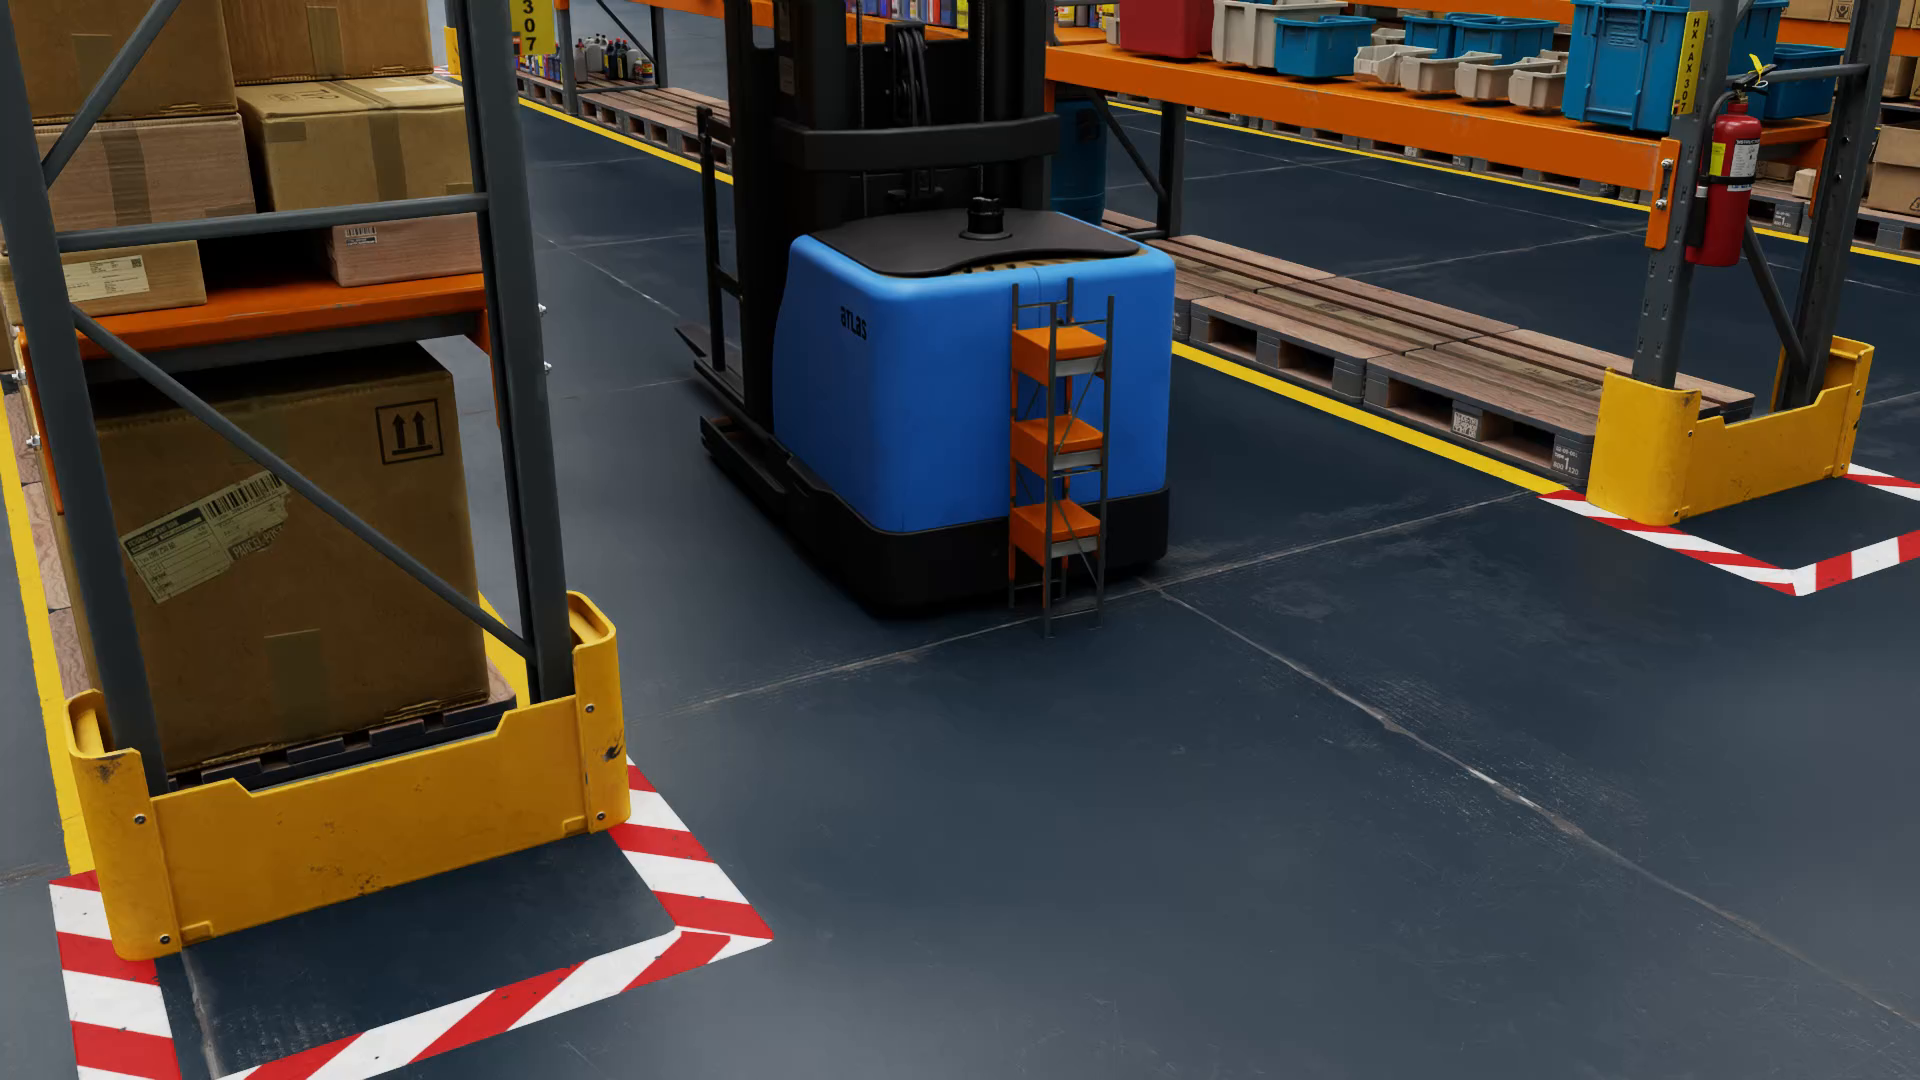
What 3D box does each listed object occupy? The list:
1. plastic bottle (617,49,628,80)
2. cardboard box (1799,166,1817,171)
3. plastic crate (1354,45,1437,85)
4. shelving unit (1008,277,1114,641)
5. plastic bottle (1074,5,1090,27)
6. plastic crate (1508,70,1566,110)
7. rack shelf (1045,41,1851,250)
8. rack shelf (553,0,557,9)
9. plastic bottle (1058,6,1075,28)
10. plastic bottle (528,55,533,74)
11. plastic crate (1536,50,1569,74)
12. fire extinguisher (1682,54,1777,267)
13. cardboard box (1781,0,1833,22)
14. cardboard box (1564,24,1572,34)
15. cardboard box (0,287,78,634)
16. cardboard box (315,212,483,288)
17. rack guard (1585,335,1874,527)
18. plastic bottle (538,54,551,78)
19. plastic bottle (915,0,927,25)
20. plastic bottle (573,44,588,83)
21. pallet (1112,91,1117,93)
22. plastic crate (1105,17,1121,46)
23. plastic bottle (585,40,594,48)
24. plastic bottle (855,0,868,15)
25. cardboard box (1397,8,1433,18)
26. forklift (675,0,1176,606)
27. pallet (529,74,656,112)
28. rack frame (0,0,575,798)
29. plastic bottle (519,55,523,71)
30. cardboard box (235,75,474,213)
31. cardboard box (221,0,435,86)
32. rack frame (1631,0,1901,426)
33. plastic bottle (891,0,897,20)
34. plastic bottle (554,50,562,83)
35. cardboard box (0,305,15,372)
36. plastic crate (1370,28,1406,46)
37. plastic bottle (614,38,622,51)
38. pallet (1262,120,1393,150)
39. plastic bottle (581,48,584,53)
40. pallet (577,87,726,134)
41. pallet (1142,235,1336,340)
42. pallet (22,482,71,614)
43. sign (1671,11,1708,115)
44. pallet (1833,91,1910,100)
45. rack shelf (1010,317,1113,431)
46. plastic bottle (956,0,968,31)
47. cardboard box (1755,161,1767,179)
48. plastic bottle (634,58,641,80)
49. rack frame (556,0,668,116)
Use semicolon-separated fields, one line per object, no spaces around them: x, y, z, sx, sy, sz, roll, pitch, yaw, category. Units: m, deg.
-3.333;-4.697;16.408;0.061;0.283;0.133;-13;25;-28;plastic bottle
5.858;-2.491;11.158;0.380;0.149;0.250;-13;25;-28;cardboard box
1.824;-2.010;7.044;0.298;0.136;0.250;-13;25;-28;plastic crate
0.297;-0.238;5.003;0.215;1.050;0.252;-10;24;-22;shelving unit
0.724;-3.180;9.817;0.152;0.276;0.135;-13;25;-28;plastic bottle
2.290;-1.736;6.370;0.396;0.136;0.243;-13;25;-28;plastic crate
1.841;-1.915;7.496;1.077;0.370;4.000;-13;25;-28;rack shelf
-4.289;-5.800;17.053;1.077;0.370;4.000;-13;25;-28;rack shelf
0.626;-3.116;9.757;0.097;0.201;0.097;0;22;0;plastic bottle
-4.322;-4.865;16.836;0.097;0.271;0.097;0;22;0;plastic bottle
2.580;-1.989;6.993;0.250;0.136;0.298;-13;25;-28;plastic crate
2.549;-1.256;5.517;0.296;0.674;0.183;-13;25;-28;fire extinguisher
5.370;-3.511;10.334;0.500;0.500;0.500;-12;25;-27;cardboard box
6.881;-5.365;17.764;0.700;0.500;0.500;-12;25;-27;cardboard box
-2.256;-0.345;4.941;0.875;0.875;0.875;-13;25;-28;cardboard box
-1.293;-0.711;3.910;0.380;0.149;0.250;-12;25;-28;cardboard box
2.886;-0.438;6.225;1.175;0.500;0.348;-13;25;-28;rack guard
-4.107;-4.782;16.527;0.144;0.351;0.185;-13;25;-29;plastic bottle
-0.173;-3.229;9.937;0.152;0.276;0.135;-13;25;-28;plastic bottle
-3.720;-4.643;16.185;0.144;0.351;0.185;-13;25;-28;plastic bottle
1.403;-4.915;17.622;1.003;0.211;1.213;-13;25;-28;pallet
0.934;-2.624;8.553;0.396;0.136;0.243;-13;25;-28;plastic crate
-3.819;-5.081;17.361;0.152;0.276;0.135;-13;26;-30;plastic bottle
-0.572;-3.482;10.560;0.152;0.276;0.135;-13;25;-28;plastic bottle
5.640;-6.202;19.822;0.700;0.500;0.500;-12;25;-26;cardboard box
-0.380;-1.674;6.038;1.130;2.935;3.031;-10;24;-22;forklift
-3.574;-4.419;16.404;1.003;0.211;1.213;-13;25;-28;pallet
-1.395;-0.649;3.424;1.000;3.000;0.127;-13;25;-28;rack frame
-4.477;-4.963;17.077;0.097;0.271;0.097;0;22;0;plastic bottle
-1.408;-0.924;3.906;0.500;0.250;0.500;-13;26;-30;cardboard box
-1.664;-1.433;4.163;0.500;0.500;0.500;-13;26;-30;cardboard box
2.863;-1.601;5.767;1.000;3.000;0.127;-13;25;-28;rack frame
-0.374;-3.302;10.215;0.097;0.201;0.097;0;22;0;plastic bottle
-3.844;-4.615;16.117;0.144;0.351;0.185;-13;26;-30;plastic bottle
-3.783;-1.357;7.430;1.225;0.875;0.875;-13;25;-28;cardboard box
1.967;-2.296;7.747;0.293;0.136;0.466;-13;25;-28;plastic crate
-3.419;-4.865;16.730;0.144;0.351;0.185;-14;26;-30;plastic bottle
3.385;-3.602;14.392;1.003;0.211;1.213;-13;25;-28;pallet
-3.917;-5.016;17.301;0.097;0.201;0.097;0;22;0;plastic bottle
-2.833;-3.947;15.242;1.003;0.211;1.213;-13;25;-28;pallet
1.228;-1.374;8.911;1.003;0.211;1.213;-13;25;-28;pallet
-2.490;0.005;5.519;1.003;0.211;1.213;-13;25;-28;pallet
2.398;-1.566;5.463;0.100;0.325;0.005;-13;25;-28;sign
8.250;-4.141;15.718;1.003;0.211;1.213;-13;25;-28;pallet
0.297;-0.491;4.901;0.215;0.259;0.240;-10;24;-22;rack shelf
0.069;-3.108;9.540;0.144;0.351;0.185;-13;25;-28;plastic bottle
5.108;-2.628;11.281;0.500;0.311;0.500;-13;25;-28;cardboard box
-3.157;-4.647;16.392;0.097;0.201;0.097;0;22;0;plastic bottle
-3.267;-5.486;15.324;1.000;3.000;0.127;-13;25;-28;rack frame
